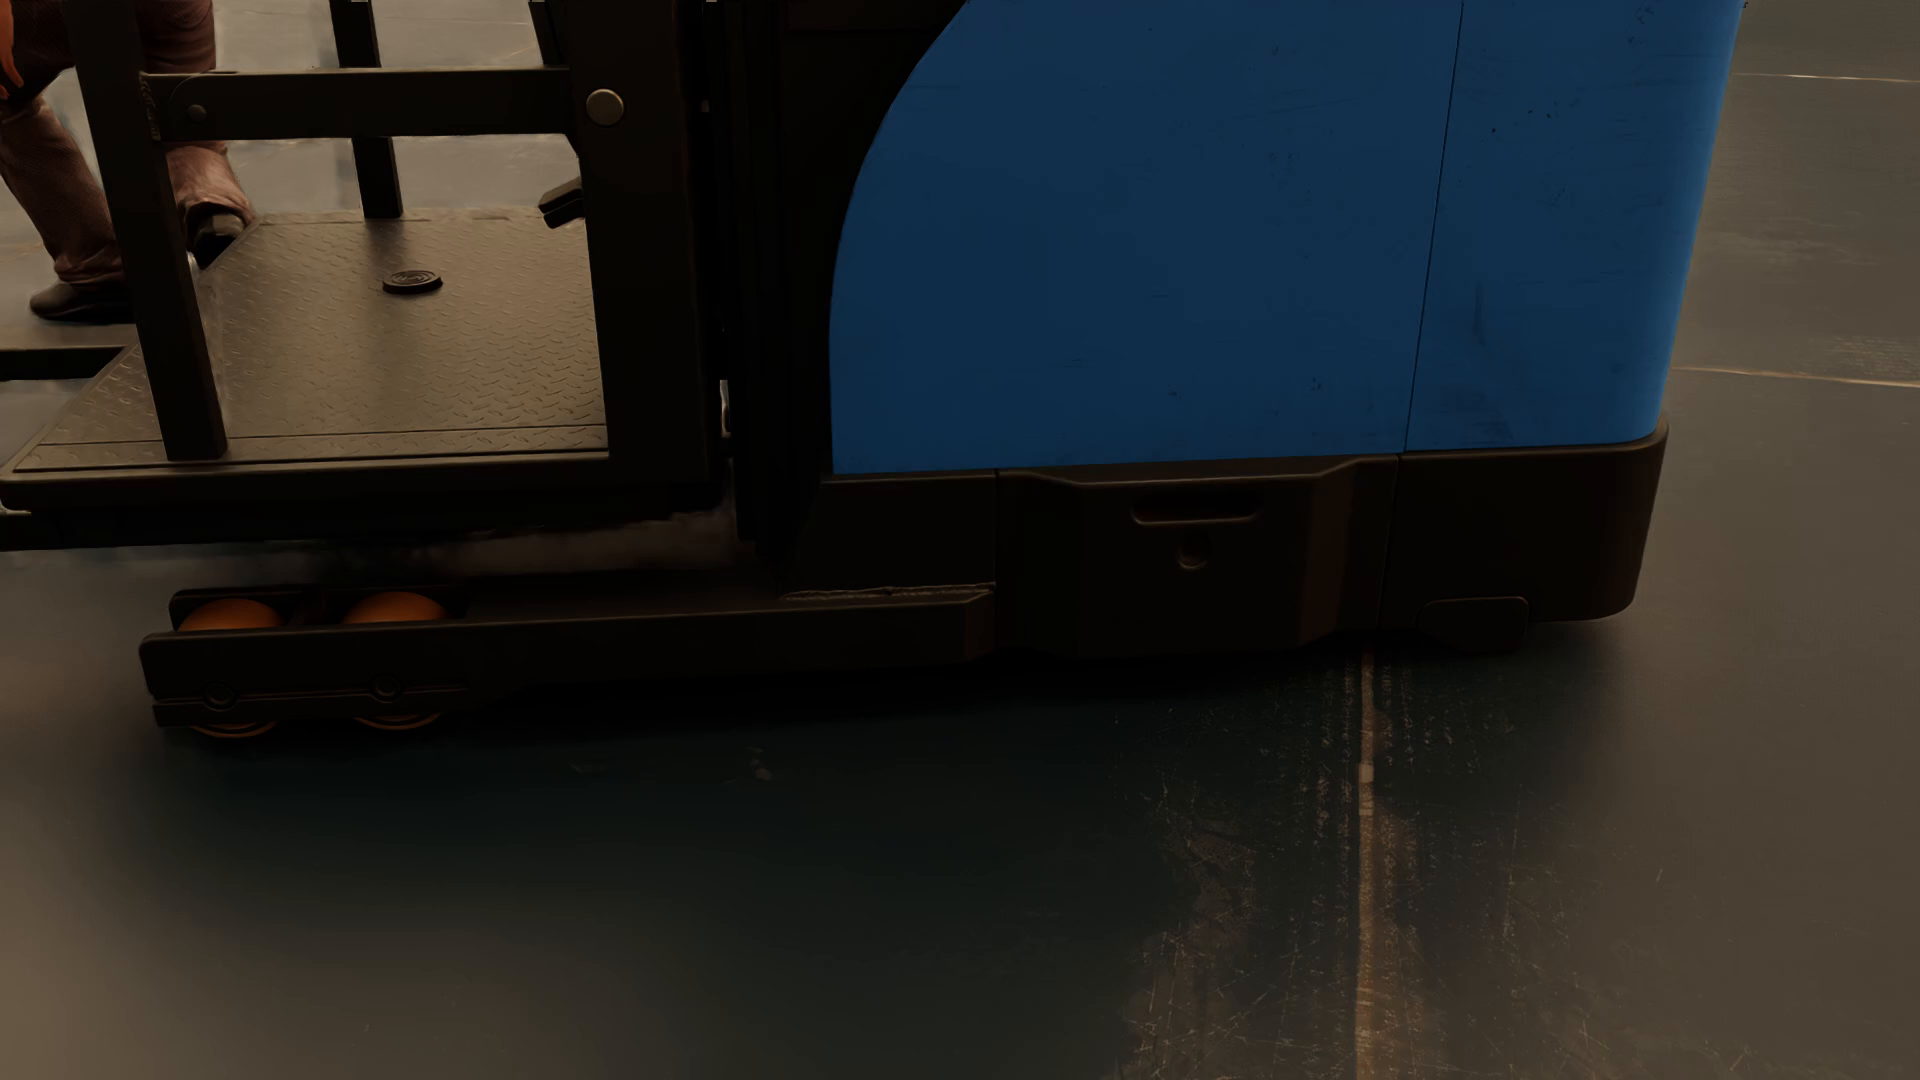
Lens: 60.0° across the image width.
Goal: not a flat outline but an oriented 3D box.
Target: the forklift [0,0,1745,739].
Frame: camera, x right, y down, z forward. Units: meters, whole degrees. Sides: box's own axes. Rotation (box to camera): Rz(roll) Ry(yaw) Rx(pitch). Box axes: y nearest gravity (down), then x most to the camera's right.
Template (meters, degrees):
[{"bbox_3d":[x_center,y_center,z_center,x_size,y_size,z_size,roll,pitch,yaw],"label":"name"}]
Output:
[{"bbox_3d":[-0.649,-1.317,1.856,3.031,2.935,1.130,-2,27,-5],"label":"forklift"}]

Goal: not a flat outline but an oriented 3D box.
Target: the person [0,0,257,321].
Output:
[{"bbox_3d":[-1.630,-1.029,2.948,0.880,1.485,0.639,14,30,26],"label":"person"}]
